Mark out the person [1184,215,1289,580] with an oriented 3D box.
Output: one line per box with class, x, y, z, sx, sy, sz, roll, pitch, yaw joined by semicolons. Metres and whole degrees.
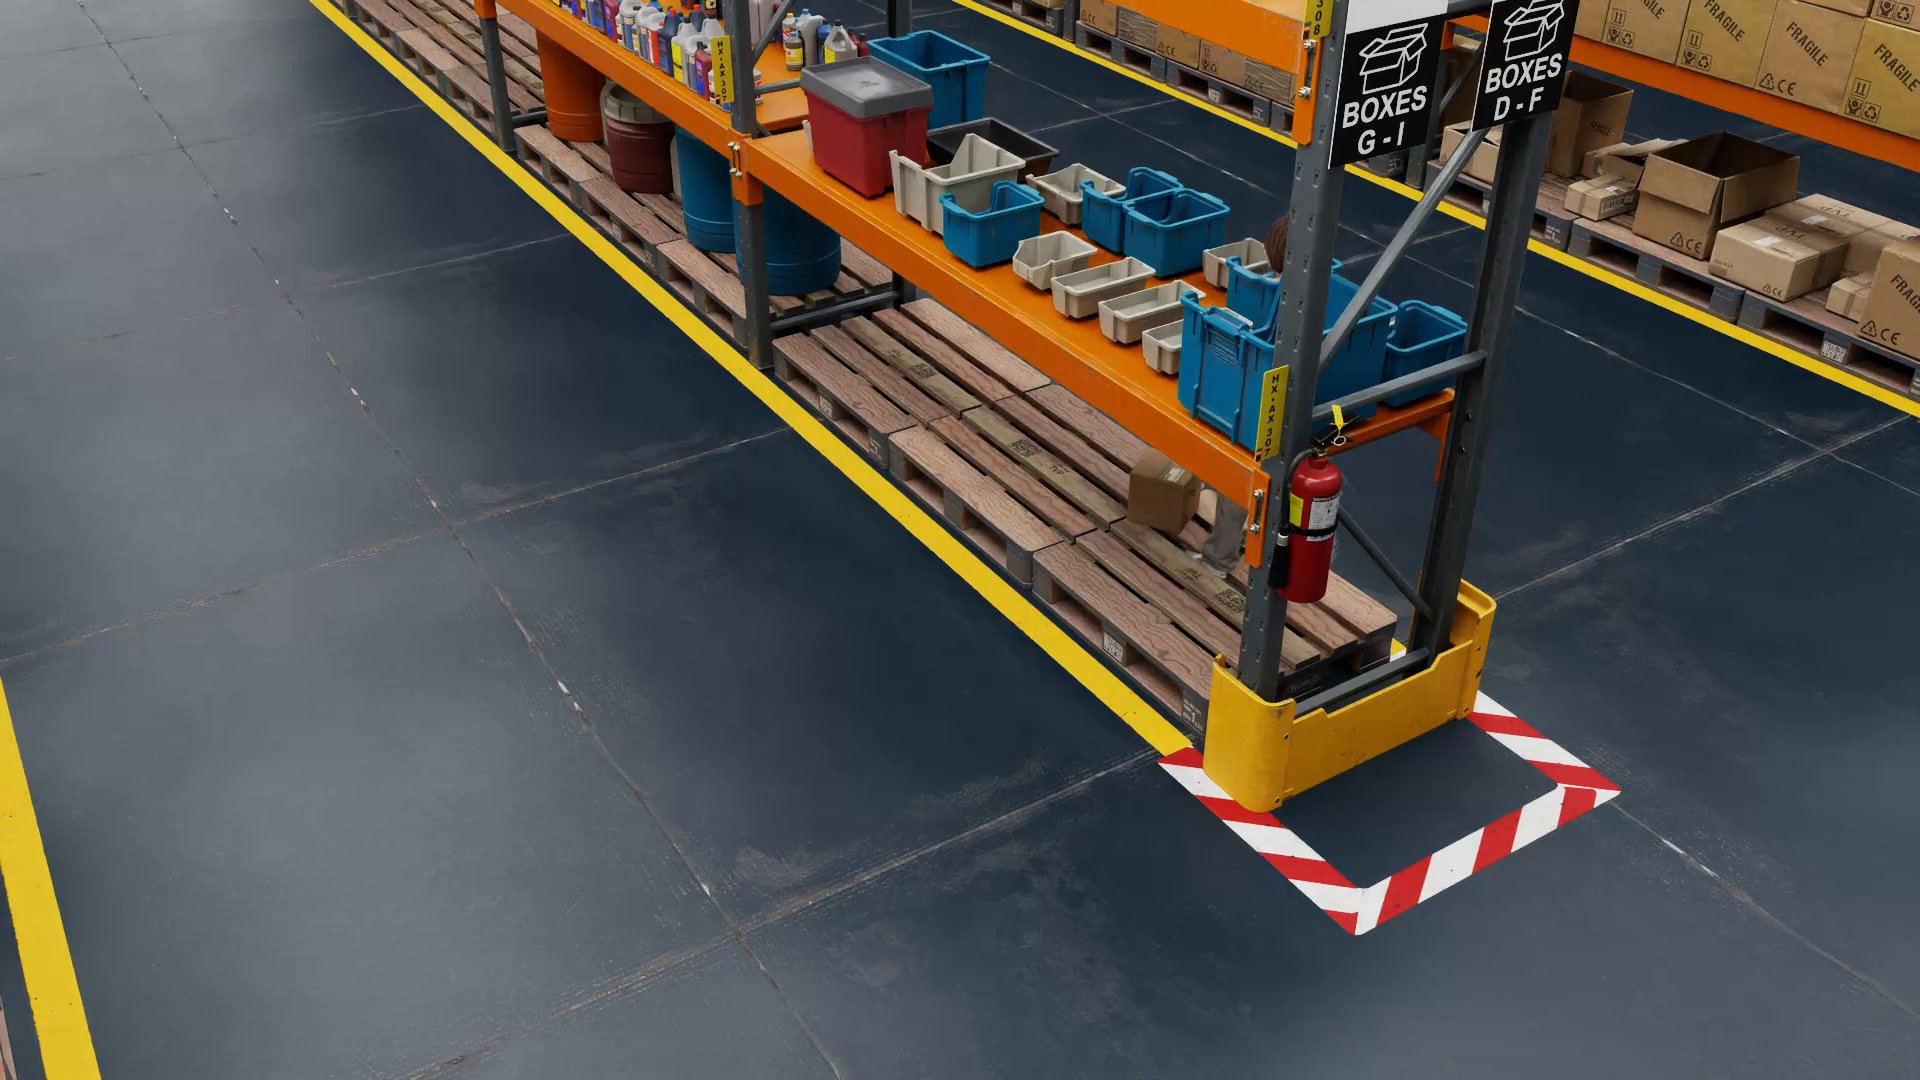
person;1.205;-0.572;6.782;0.467;1.608;0.362;-20;38;-27
